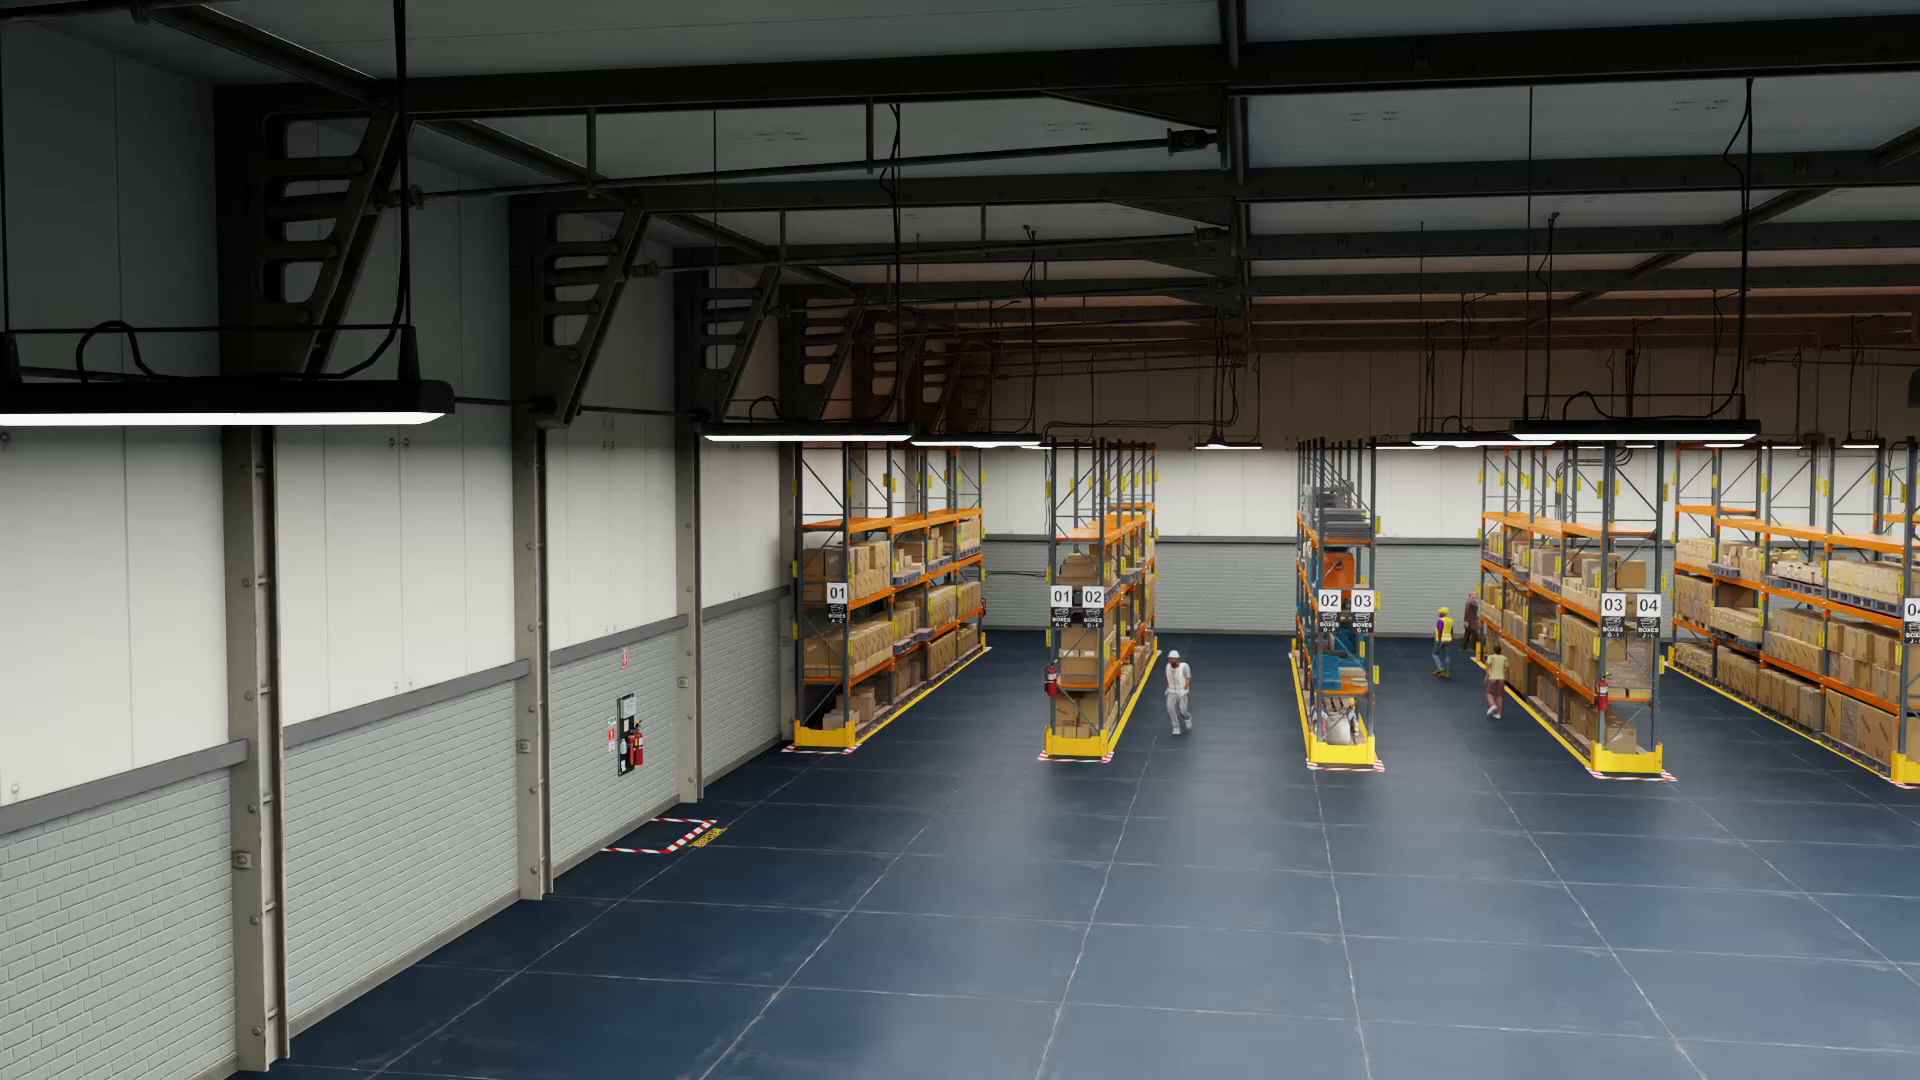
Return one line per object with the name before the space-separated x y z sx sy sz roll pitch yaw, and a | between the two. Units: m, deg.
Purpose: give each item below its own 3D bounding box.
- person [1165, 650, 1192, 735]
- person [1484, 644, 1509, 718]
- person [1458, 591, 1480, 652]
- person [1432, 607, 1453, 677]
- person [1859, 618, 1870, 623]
person | 4.448 3.084 33.939 0.596 1.690 0.788 2 3 29
person | 11.615 3.044 35.998 0.530 1.561 0.707 1 3 11
person | 14.588 2.343 47.369 0.731 1.802 0.632 1 3 24
person | 12.355 2.588 42.376 0.557 1.746 0.532 -1 3 -14
person | 24.576 2.546 44.987 0.819 1.564 0.424 0 3 6
